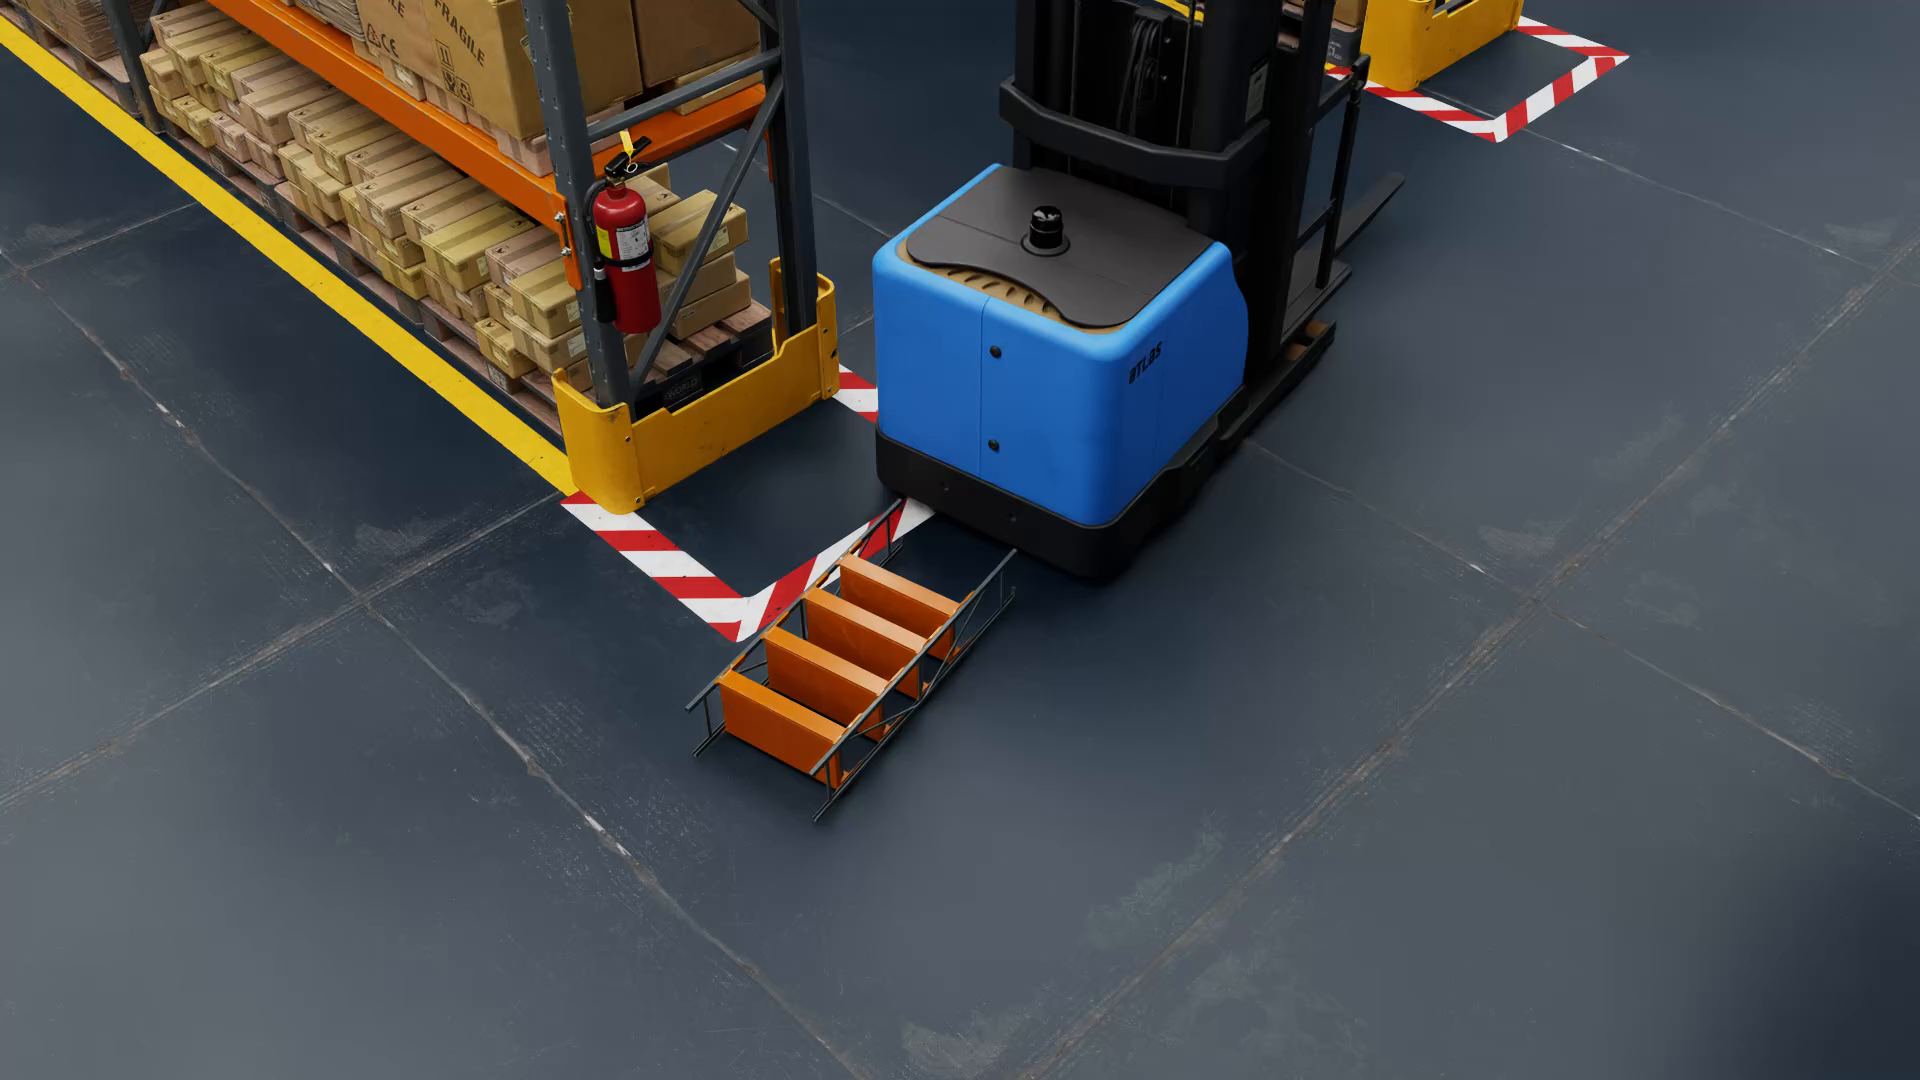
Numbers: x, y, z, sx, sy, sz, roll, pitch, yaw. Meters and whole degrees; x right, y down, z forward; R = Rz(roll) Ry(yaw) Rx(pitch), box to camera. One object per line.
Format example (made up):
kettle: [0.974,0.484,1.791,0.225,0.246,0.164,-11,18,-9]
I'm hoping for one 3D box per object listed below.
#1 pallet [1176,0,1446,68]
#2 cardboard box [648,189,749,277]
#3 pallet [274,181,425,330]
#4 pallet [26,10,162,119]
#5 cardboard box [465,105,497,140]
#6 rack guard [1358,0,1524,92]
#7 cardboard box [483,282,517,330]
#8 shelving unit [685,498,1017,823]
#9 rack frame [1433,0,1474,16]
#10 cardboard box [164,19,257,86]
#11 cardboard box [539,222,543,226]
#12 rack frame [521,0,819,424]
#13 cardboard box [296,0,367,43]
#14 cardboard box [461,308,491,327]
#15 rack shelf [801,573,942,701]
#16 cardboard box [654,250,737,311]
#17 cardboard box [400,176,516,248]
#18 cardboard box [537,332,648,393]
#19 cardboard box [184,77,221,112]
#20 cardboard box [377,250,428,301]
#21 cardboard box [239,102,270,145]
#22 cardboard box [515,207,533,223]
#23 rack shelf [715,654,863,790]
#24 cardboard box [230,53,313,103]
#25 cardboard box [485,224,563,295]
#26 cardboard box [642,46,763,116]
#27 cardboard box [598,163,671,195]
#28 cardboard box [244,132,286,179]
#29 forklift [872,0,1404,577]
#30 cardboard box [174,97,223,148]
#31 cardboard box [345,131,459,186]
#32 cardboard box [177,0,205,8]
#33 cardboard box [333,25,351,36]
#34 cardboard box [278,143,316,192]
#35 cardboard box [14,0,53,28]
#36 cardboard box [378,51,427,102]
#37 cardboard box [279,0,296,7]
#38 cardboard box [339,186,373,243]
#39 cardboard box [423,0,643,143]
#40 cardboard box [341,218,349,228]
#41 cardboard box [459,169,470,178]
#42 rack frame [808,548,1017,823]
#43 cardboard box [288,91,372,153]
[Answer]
pallet: [2.009,-3.156,9.510,1.003,0.211,1.213,-34,53,-31]
cardboard box: [-1.083,-1.245,6.740,0.250,0.149,0.380,32,51,30]
pallet: [-2.413,-1.510,7.729,1.003,0.211,1.213,-34,53,-31]
pallet: [-4.329,-2.776,9.099,1.003,0.211,1.213,-34,53,-31]
cardboard box: [-1.533,-1.571,5.925,0.250,0.149,0.380,34,53,31]
rack guard: [2.646,-2.904,9.024,1.175,0.500,0.348,-34,53,-31]
cardboard box: [-1.675,-0.989,6.682,0.250,0.149,0.380,33,52,31]
shelving unit: [-0.336,0.371,5.632,0.503,0.258,1.200,24,48,24]
rack frame: [2.629,-3.833,8.188,1.000,3.000,0.127,-34,53,-31]
cardboard box: [-3.529,-2.327,7.911,0.380,0.149,0.250,-31,51,-29]
cardboard box: [-1.623,-1.395,7.341,0.380,0.149,0.250,-33,52,-31]
rack frame: [-0.954,-1.505,5.668,1.000,3.000,0.127,-34,53,-31]
cardboard box: [-2.178,-2.232,6.163,0.500,0.500,0.500,-34,52,-31]
cardboard box: [-1.852,-1.008,6.922,0.250,0.149,0.380,34,52,31]
rack shelf: [-0.300,0.333,5.673,0.480,0.258,0.148,24,48,24]
cardboard box: [-1.142,-1.096,6.798,0.380,0.149,0.250,-32,51,-30]
cardboard box: [-2.055,-1.330,6.832,0.250,0.149,0.380,32,52,30]
cardboard box: [-1.473,-0.765,6.659,0.380,0.149,0.250,-33,52,-31]
cardboard box: [-3.507,-2.237,8.033,0.380,0.149,0.250,-34,52,-31]
cardboard box: [-2.260,-1.213,7.144,0.250,0.149,0.380,32,51,30]
cardboard box: [-3.121,-2.006,7.783,0.250,0.149,0.380,32,51,30]
cardboard box: [-2.014,-1.265,6.981,0.250,0.149,0.380,34,52,31]
rack shelf: [-0.550,0.595,5.390,0.480,0.258,0.148,24,48,24]
cardboard box: [-3.116,-2.115,7.681,0.250,0.149,0.380,33,52,30]
cardboard box: [-1.644,-1.112,6.596,0.380,0.149,0.250,-33,52,-31]
cardboard box: [-0.950,-1.725,6.092,0.250,0.149,0.380,34,52,31]
cardboard box: [-1.450,-1.502,7.018,0.250,0.149,0.380,34,53,31]
cardboard box: [-3.134,-1.885,7.870,0.250,0.149,0.380,33,52,31]
forklift: [0.936,-1.906,6.153,1.130,2.935,3.031,25,48,25]
cardboard box: [-3.561,-2.077,8.079,0.380,0.149,0.250,-33,52,-30]
cardboard box: [-2.391,-1.612,7.137,0.250,0.149,0.380,32,52,30]
cardboard box: [-4.113,-3.145,8.976,0.500,0.500,0.500,-32,51,-30]
cardboard box: [-2.231,-2.095,6.492,0.250,0.149,0.380,32,51,30]
cardboard box: [-2.810,-1.711,7.464,0.250,0.149,0.380,34,52,31]
cardboard box: [-4.842,-3.144,8.975,0.500,0.500,0.500,33,52,30]
cardboard box: [-1.918,-1.796,6.168,0.380,0.149,0.250,-33,52,-30]
cardboard box: [-2.624,-2.325,6.741,0.380,0.149,0.250,-32,52,-30]
cardboard box: [-2.440,-1.462,7.193,0.380,0.149,0.250,-31,51,-29]
cardboard box: [-1.453,-1.743,5.633,0.500,0.500,0.500,-33,52,-31]
cardboard box: [-2.564,-1.511,7.467,0.380,0.149,0.250,-33,52,-30]
cardboard box: [-2.111,-1.697,7.449,0.380,0.149,0.250,-31,51,-29]
rack frame: [-0.132,0.461,5.534,0.015,0.240,1.200,24,48,24]
cardboard box: [-2.743,-1.862,7.407,0.250,0.149,0.380,32,51,30]
